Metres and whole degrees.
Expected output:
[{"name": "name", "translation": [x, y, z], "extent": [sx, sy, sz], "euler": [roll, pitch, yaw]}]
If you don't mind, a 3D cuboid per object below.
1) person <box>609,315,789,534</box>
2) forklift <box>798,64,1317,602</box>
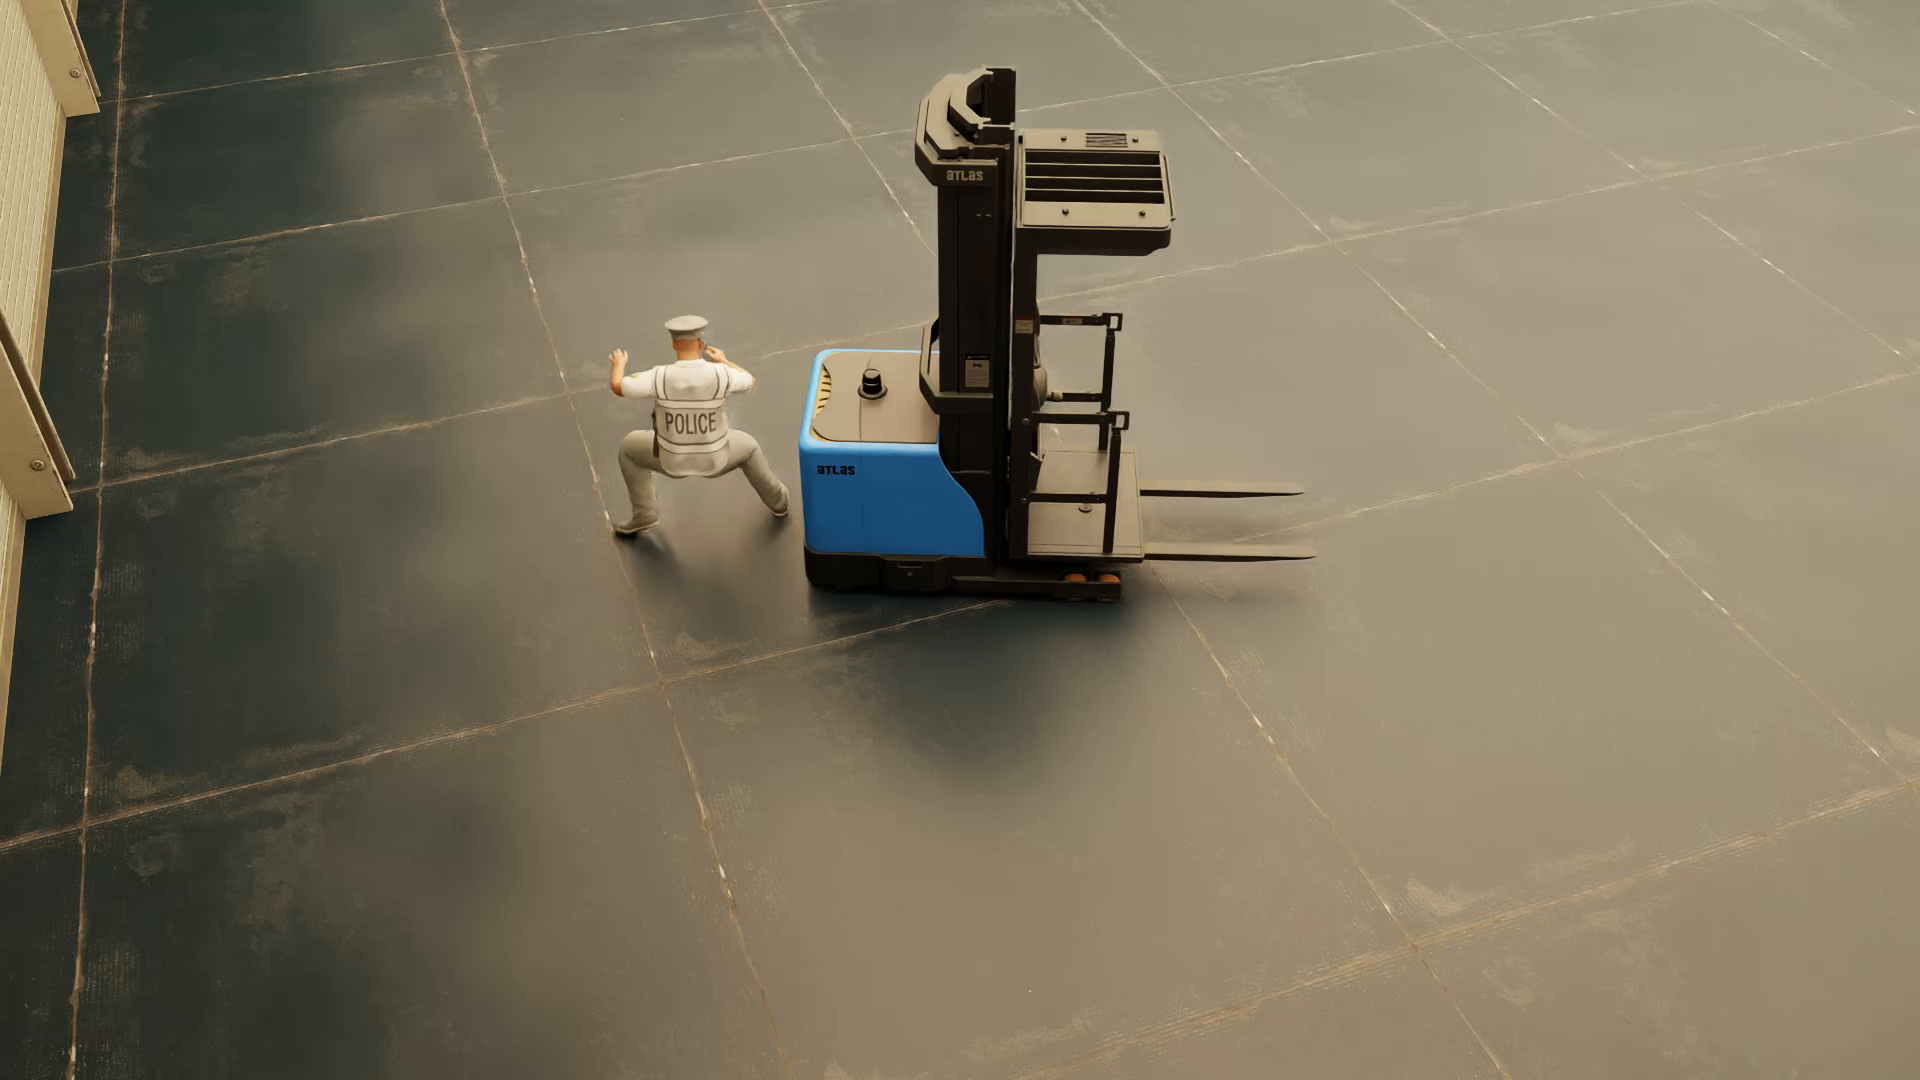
[{"name": "person", "translation": [-1.602, -0.701, 9.935], "extent": [1.067, 1.514, 0.760], "euler": [-5, 40, -5]}, {"name": "forklift", "translation": [0.610, -1.108, 9.316], "extent": [3.031, 2.935, 1.130], "euler": [1, 40, 2]}]
